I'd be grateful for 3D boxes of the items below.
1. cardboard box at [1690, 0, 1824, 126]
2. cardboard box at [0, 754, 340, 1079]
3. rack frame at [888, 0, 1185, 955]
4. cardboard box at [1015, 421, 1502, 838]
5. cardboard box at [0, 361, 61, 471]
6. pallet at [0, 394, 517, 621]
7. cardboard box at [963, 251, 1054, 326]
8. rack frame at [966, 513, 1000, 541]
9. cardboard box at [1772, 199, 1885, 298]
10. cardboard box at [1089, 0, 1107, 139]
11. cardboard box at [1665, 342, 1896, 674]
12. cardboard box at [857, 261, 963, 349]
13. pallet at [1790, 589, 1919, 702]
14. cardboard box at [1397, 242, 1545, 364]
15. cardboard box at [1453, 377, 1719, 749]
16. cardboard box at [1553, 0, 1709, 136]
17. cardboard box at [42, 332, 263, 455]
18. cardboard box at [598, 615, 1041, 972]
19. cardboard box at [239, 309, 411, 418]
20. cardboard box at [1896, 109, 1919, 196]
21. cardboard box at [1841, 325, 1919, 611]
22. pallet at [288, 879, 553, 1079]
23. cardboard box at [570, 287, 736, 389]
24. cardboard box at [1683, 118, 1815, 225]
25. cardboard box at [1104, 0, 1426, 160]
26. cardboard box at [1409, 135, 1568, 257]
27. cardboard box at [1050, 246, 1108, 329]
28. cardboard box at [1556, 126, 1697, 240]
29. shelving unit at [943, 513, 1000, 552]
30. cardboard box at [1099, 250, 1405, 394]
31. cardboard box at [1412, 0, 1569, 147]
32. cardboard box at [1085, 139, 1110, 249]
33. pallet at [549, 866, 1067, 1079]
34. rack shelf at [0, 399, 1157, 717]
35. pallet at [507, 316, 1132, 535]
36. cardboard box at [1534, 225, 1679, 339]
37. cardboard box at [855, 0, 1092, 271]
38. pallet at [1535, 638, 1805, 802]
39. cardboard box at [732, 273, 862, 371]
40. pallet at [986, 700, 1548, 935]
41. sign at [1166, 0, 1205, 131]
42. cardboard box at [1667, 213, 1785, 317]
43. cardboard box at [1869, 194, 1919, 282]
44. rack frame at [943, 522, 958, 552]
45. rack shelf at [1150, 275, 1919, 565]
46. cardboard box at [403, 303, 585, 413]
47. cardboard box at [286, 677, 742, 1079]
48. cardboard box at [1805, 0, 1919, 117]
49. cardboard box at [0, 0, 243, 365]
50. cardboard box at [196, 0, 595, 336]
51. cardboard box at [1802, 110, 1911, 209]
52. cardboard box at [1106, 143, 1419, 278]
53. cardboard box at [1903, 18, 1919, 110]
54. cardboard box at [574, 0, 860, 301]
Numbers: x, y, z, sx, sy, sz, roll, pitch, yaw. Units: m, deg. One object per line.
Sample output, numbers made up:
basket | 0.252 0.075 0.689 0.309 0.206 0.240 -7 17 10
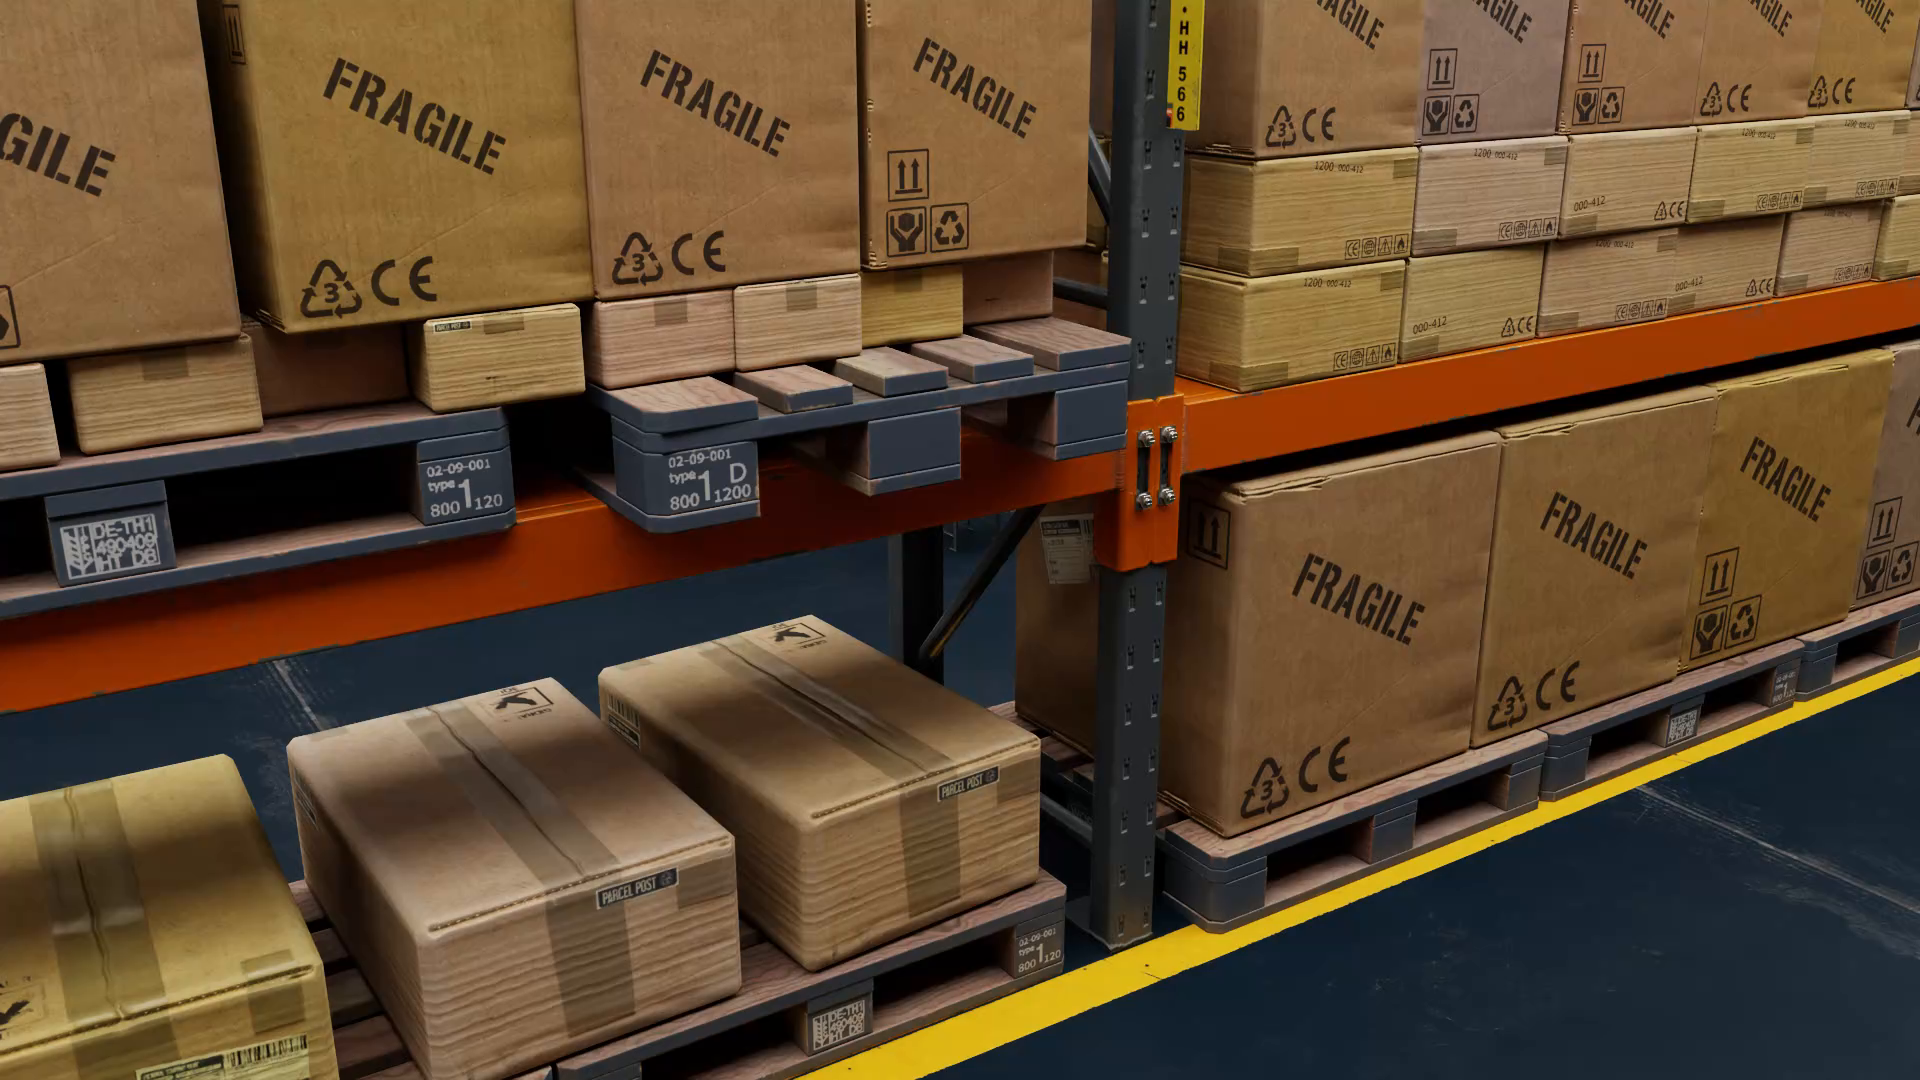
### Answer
cardboard box | 1.950 -1.405 4.500 0.500 0.500 0.500 -12 22 -31
cardboard box | -1.595 0.809 3.114 0.625 0.372 0.950 -11 22 -30
rack frame | 0.130 -0.598 3.829 0.127 3.000 1.000 -12 22 -31
cardboard box | 0.753 0.111 4.396 0.875 0.875 0.875 -12 22 -32
cardboard box | -1.471 -0.208 2.413 0.250 0.149 0.380 -11 22 -29
pallet | -1.500 -0.147 2.796 1.213 0.211 1.003 -12 22 -31
cardboard box | -0.014 -0.557 3.445 0.250 0.149 0.380 -11 22 -29
rack frame | 0.092 -0.446 6.658 0.006 0.900 0.240 -12 22 -31
cardboard box | 2.377 -0.911 4.991 0.500 0.250 0.500 -13 22 -33
cardboard box | 0.418 -1.280 4.129 0.500 0.500 0.500 -13 22 -33
cardboard box | 2.247 -0.203 5.323 0.875 0.875 0.875 -11 22 -30
cardboard box | -0.198 -0.490 3.248 0.250 0.149 0.380 -12 22 -31
pallet | 2.868 0.175 5.898 1.213 0.211 1.003 -12 22 -31
cardboard box | 1.097 -0.641 4.190 0.500 0.250 0.500 -13 22 -33
cardboard box | 1.500 -0.045 4.857 0.875 0.875 0.875 -12 22 -31
cardboard box | 1.526 -1.317 4.239 0.500 0.500 0.500 -11 22 -30
cardboard box | -1.264 -0.263 2.575 0.250 0.149 0.380 -13 22 -33
cardboard box | -0.347 0.545 3.896 0.625 0.372 0.950 -14 23 -35
cardboard box | -1.100 -0.329 2.770 0.250 0.149 0.380 -12 22 -31
cardboard box | 2.823 -1.235 5.168 0.500 0.250 0.500 -11 22 -30
cardboard box | 2.997 -0.364 5.799 0.875 0.875 0.875 -11 22 -30
pallet | -1.541 1.074 3.237 1.213 0.211 1.003 -12 22 -31
cardboard box | -0.598 -0.392 2.956 0.250 0.149 0.380 -13 23 -34
cardboard box | 1.976 -1.048 4.613 0.500 0.250 0.500 -11 22 -30
cardboard box | 0.677 -1.140 3.716 0.500 0.500 0.500 -13 22 -33
cardboard box | 1.122 -0.877 4.110 0.500 0.250 0.500 -11 22 -30
cardboard box | 0.410 -0.685 4.322 0.500 0.250 0.500 -13 23 -33
cardboard box | 1.545 -0.962 4.359 0.500 0.250 0.500 -12 22 -32
shelving unit | 0.007 -0.428 6.605 0.210 0.900 0.258 -12 22 -31
cardboard box | 0.678 -0.545 3.909 0.500 0.250 0.500 -12 22 -32
cardboard box | 1.086 -1.230 3.982 0.500 0.500 0.500 -12 22 -31
cardboard box | 0.395 -0.917 4.226 0.500 0.250 0.500 -12 22 -32
pallet | -0.523 0.861 3.869 1.213 0.211 1.003 -12 22 -31
rack shelf | -1.540 0.096 2.902 4.000 0.370 1.077 -12 22 -31
pallet | -0.406 -0.353 3.404 1.003 0.211 1.213 -12 22 -31
cardboard box | 1.538 -0.731 4.459 0.500 0.250 0.500 -11 22 -30
cardboard box | -0.096 -0.830 3.241 0.500 0.500 0.500 -13 22 -33
pallet | 1.848 0.391 5.258 1.213 0.211 1.003 -12 22 -31
cardboard box | -0.384 -0.434 3.081 0.250 0.149 0.380 -12 22 -32
pallet | 0.830 0.605 4.626 1.213 0.211 1.003 -12 22 -31
sign | 0.437 -0.965 3.231 0.005 0.325 0.100 -12 22 -31
cardboard box | 1.948 -0.819 4.719 0.500 0.250 0.500 -12 22 -31
cardboard box | 2.809 -0.995 5.239 0.500 0.250 0.500 -12 22 -32
rack frame | -0.078 -0.410 6.552 0.006 0.900 0.240 -12 22 -31
rack shelf | 1.801 -0.609 4.986 4.000 0.370 1.077 -12 22 -31
cardboard box | -0.821 -0.339 2.802 0.250 0.149 0.380 -11 22 -30
cardboard box | -0.959 0.677 3.505 0.625 0.372 0.950 -12 22 -32
cardboard box | 2.374 -1.500 4.781 0.500 0.500 0.500 -11 22 -30
cardboard box | -1.399 -0.551 2.415 0.500 0.500 0.500 -13 23 -34
cardboard box | -0.943 -0.647 2.699 0.500 0.500 0.500 -14 23 -35
cardboard box | 2.394 -1.142 4.894 0.500 0.250 0.500 -11 22 -30
cardboard box | 0.689 -0.786 3.841 0.500 0.250 0.500 -12 22 -32
cardboard box | 2.808 -1.584 5.030 0.500 0.500 0.500 -11 22 -30
cardboard box | -0.522 -0.736 2.963 0.500 0.500 0.500 -12 22 -32
